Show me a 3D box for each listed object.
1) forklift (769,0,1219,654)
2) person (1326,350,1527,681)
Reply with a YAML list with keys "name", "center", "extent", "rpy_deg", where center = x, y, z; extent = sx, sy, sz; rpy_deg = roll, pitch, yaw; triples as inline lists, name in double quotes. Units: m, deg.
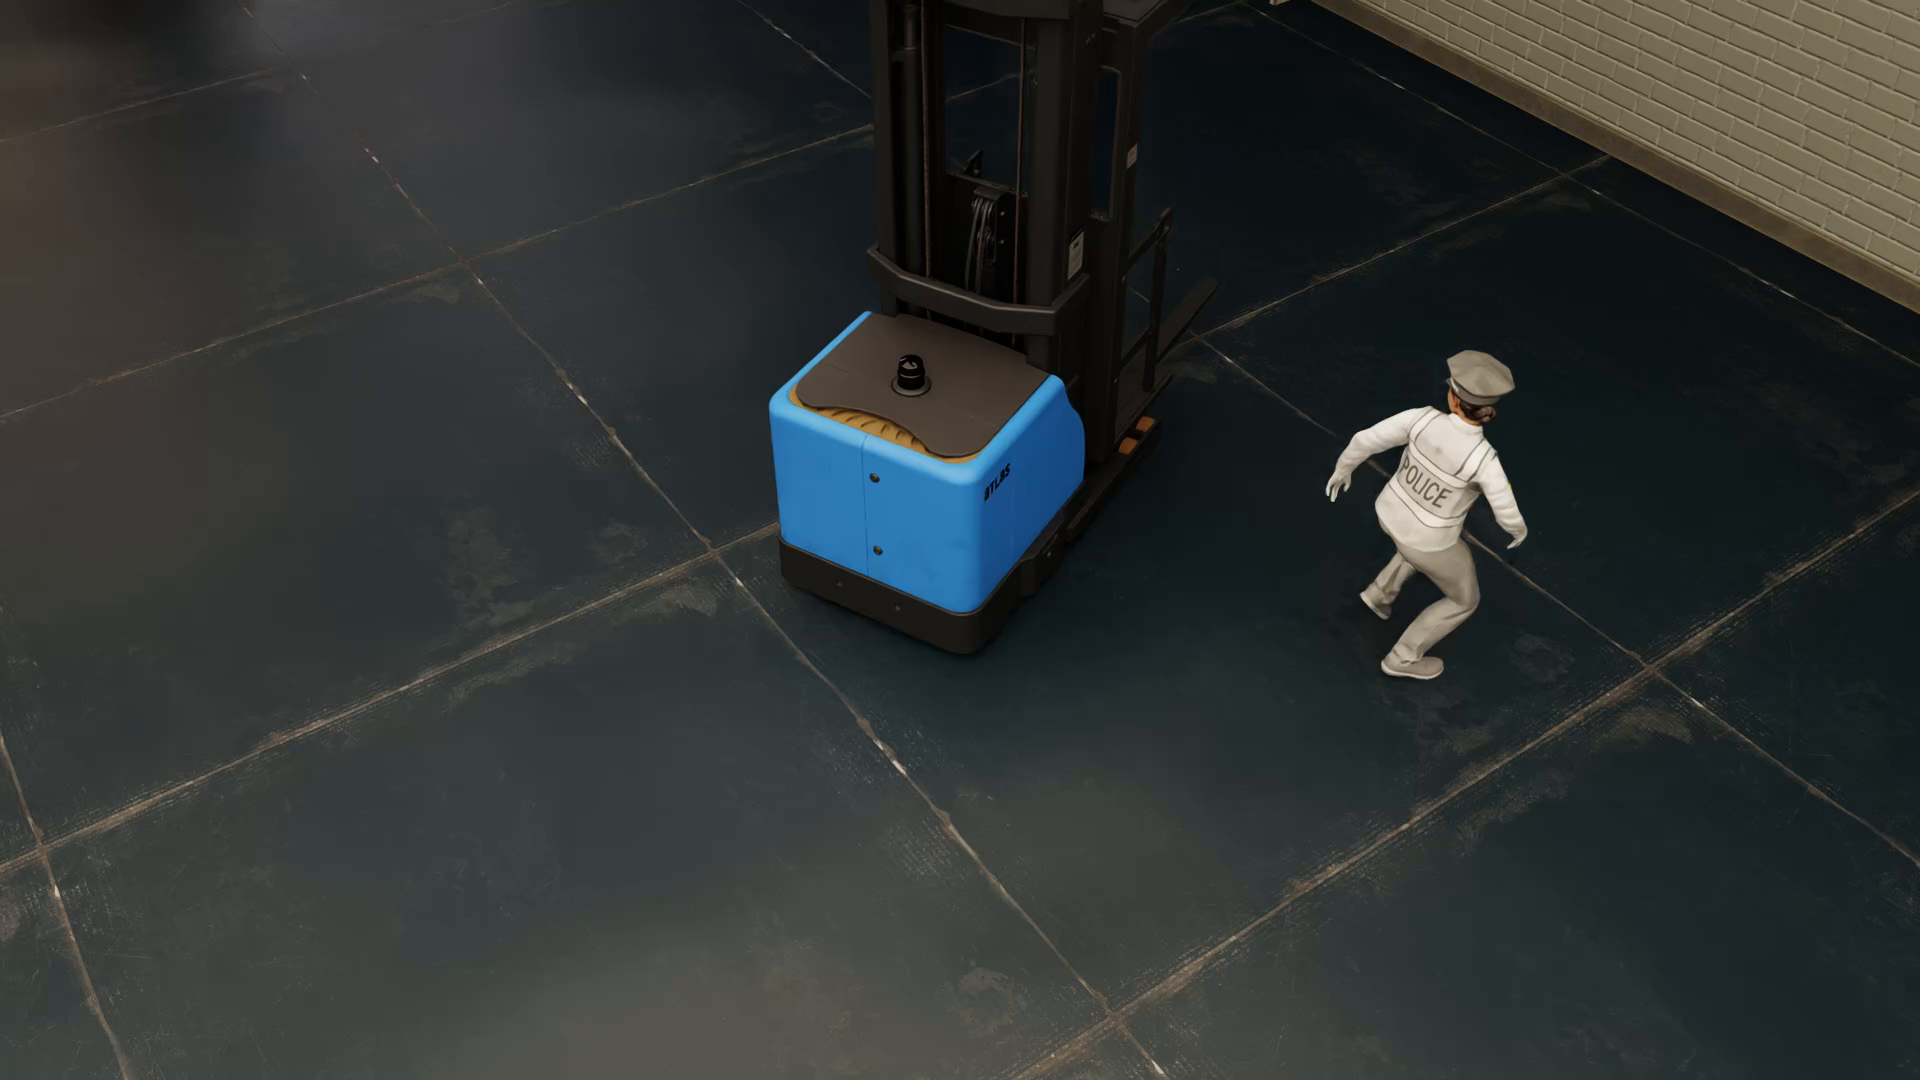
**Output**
- name: "forklift"
  center: [0.361, -1.566, 7.415]
  extent: [1.130, 2.935, 3.031]
  rpy_deg: [22, 47, 22]
- name: "person"
  center: [1.944, -0.091, 6.821]
  extent: [0.615, 1.581, 0.703]
  rpy_deg: [-17, 45, -17]
